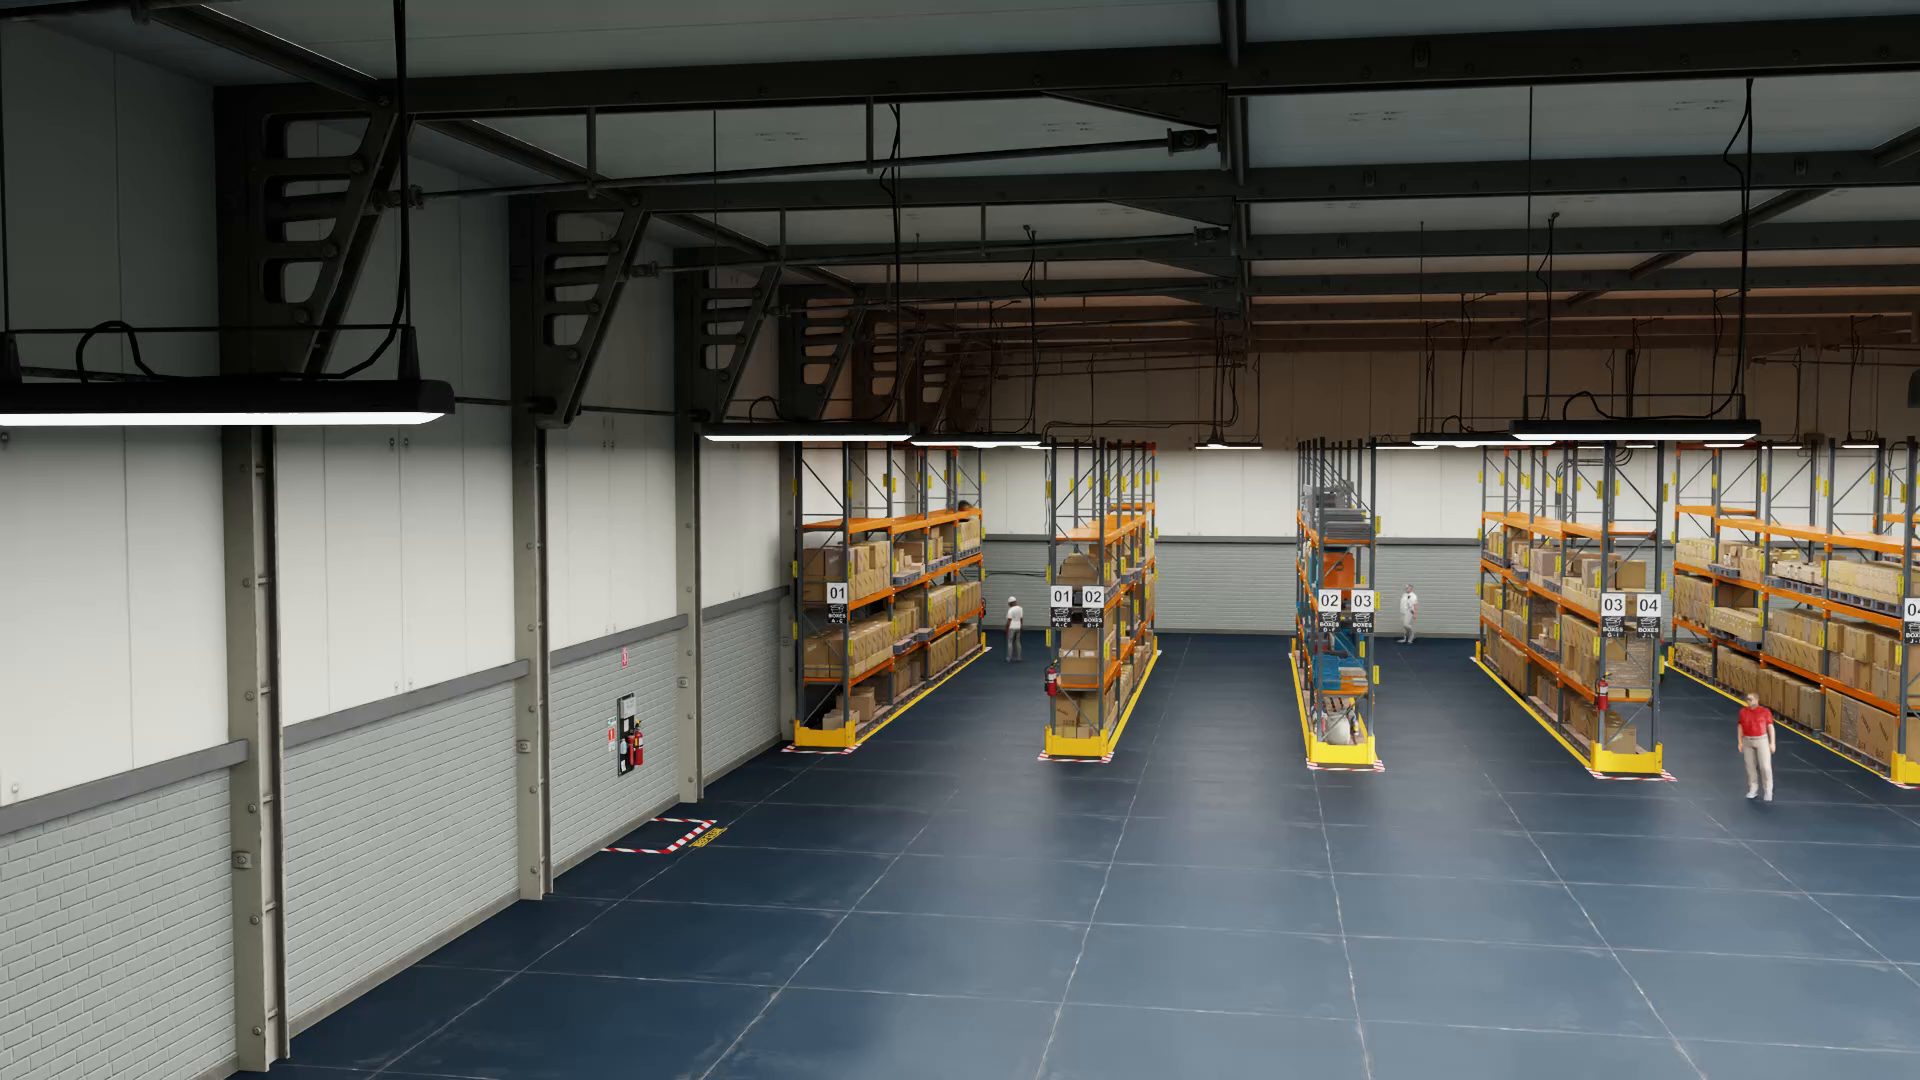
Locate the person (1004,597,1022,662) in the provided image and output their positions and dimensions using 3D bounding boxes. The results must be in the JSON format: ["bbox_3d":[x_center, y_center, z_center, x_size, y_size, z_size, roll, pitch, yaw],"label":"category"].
[{"bbox_3d":[1.428,2.434,45.541,0.413,1.770,0.600,2,4,38],"label":"person"}]

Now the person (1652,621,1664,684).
[{"bbox_3d":[17.315,2.647,41.407,0.387,1.823,0.553,-1,3,-21],"label":"person"}]

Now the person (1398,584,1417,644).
[{"bbox_3d":[13.362,2.211,49.763,0.461,1.809,0.560,-2,4,-31],"label":"person"}]

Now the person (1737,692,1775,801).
[{"bbox_3d":[13.175,3.417,27.563,0.389,1.782,0.605,-3,4,-45],"label":"person"}]
